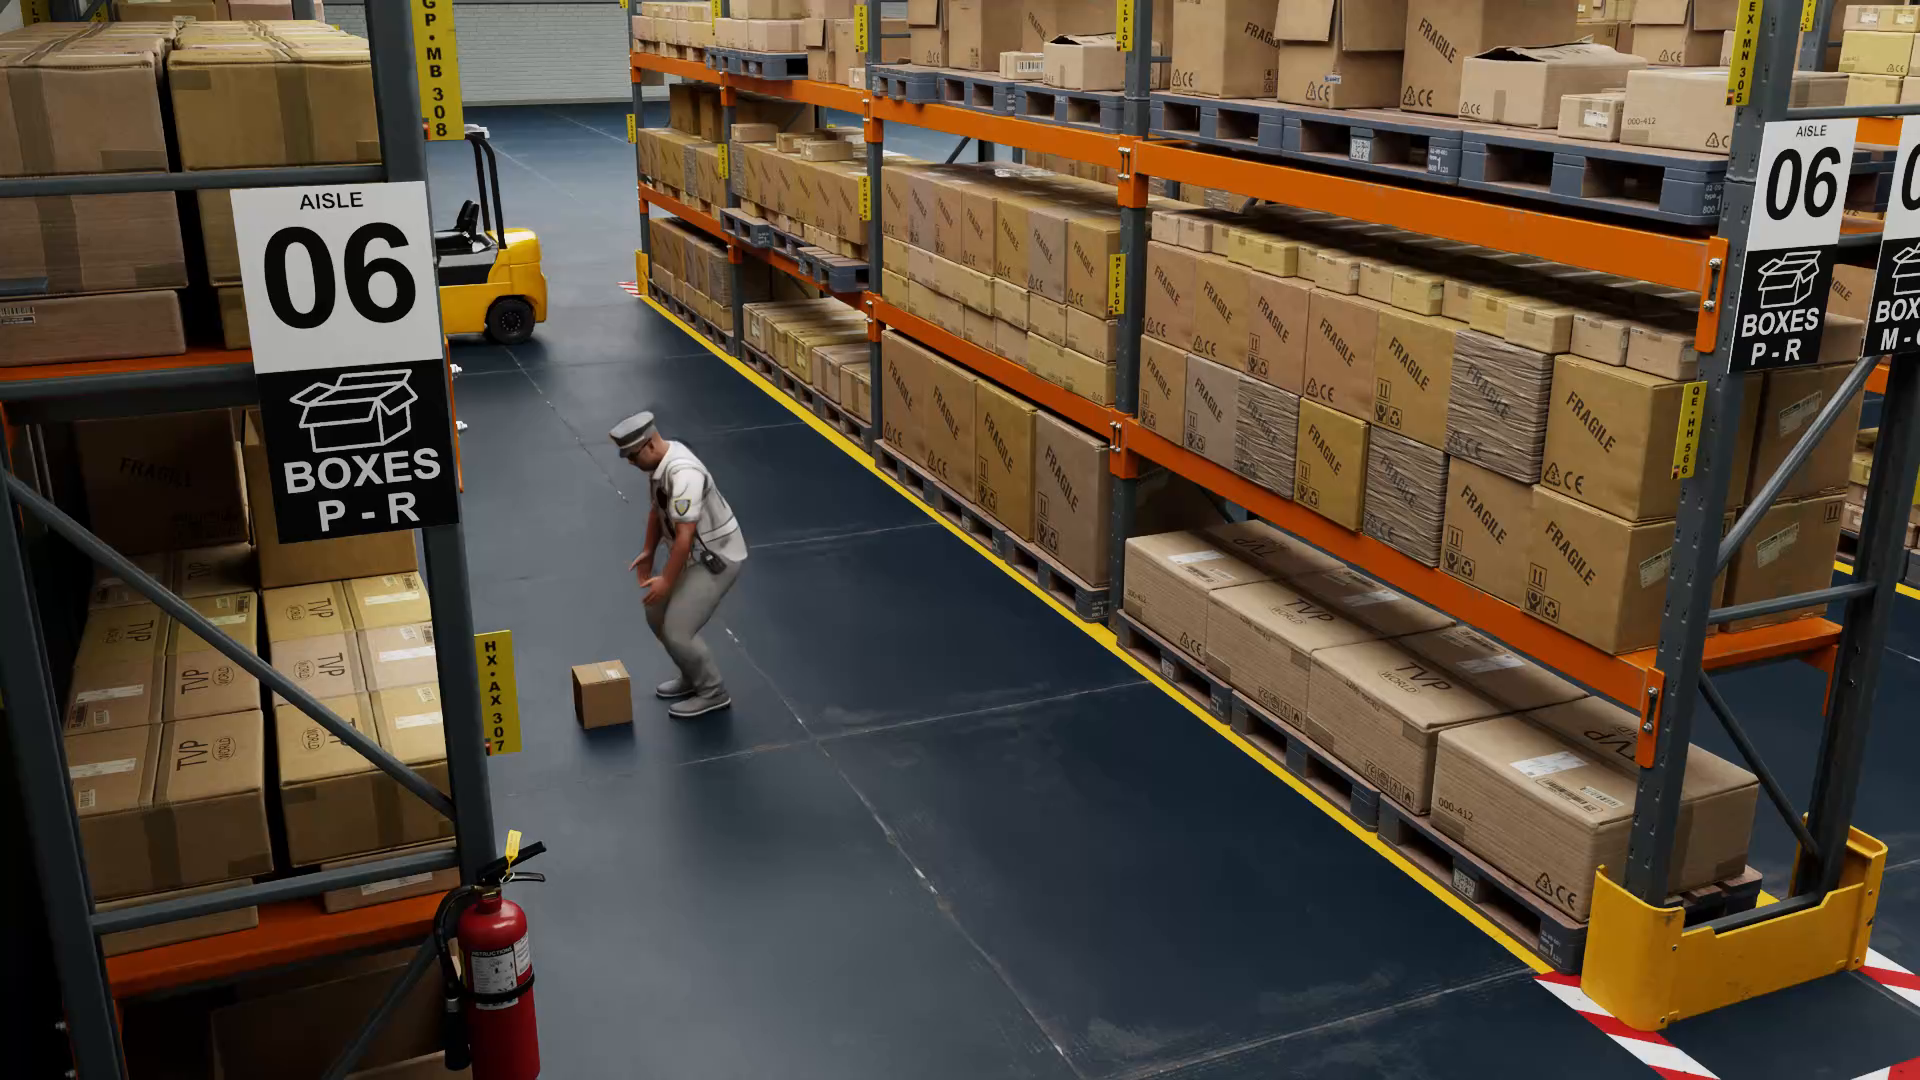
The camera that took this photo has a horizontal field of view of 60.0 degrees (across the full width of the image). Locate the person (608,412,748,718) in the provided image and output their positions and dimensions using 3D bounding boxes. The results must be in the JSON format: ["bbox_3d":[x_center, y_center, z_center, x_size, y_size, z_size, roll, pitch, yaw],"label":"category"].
[{"bbox_3d":[-1.419,0.115,8.480,0.657,1.594,0.581,-8,20,-21],"label":"person"}]
